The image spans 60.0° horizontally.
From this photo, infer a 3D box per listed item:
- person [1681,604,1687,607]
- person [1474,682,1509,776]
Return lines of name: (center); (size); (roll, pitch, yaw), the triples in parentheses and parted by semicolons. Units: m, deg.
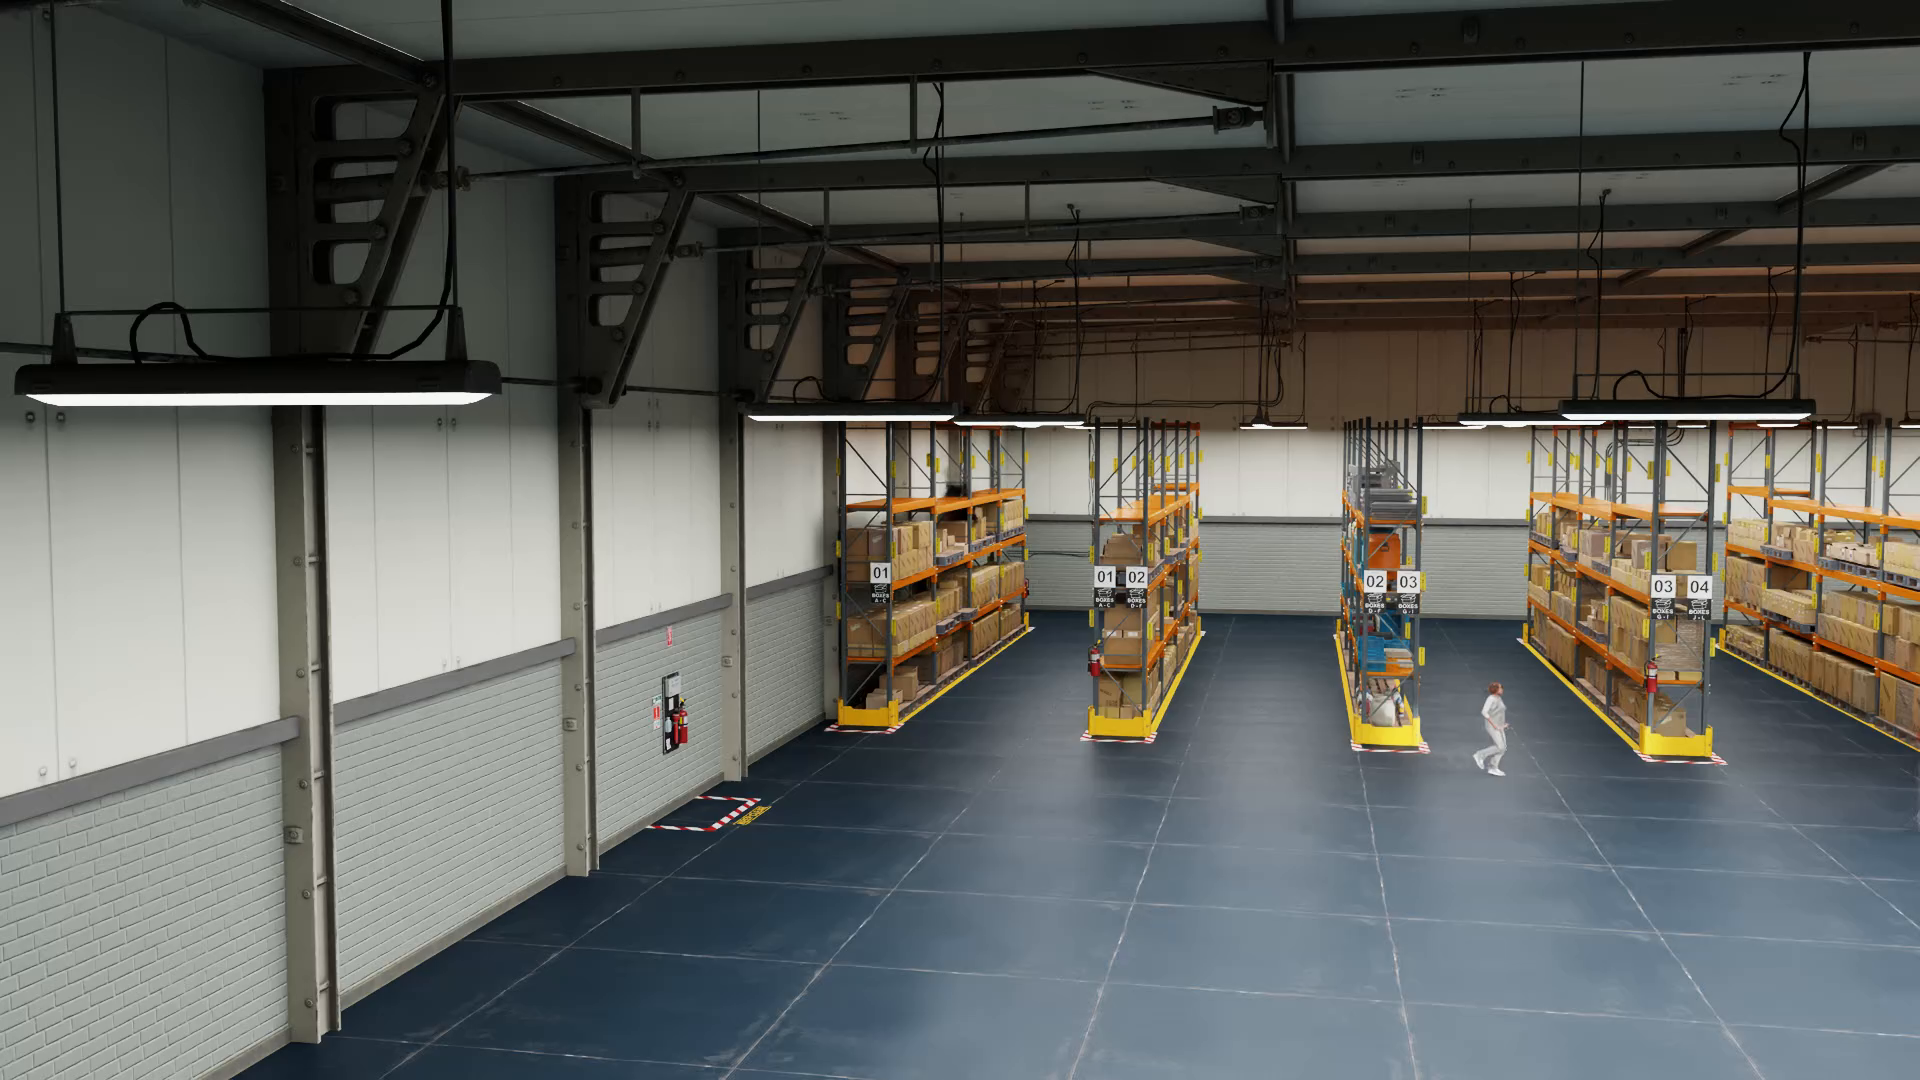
person: (18.615, 2.124, 42.201); (0.749, 1.737, 0.691); (1, 4, 16)
person: (8.883, 3.144, 27.817); (0.506, 1.565, 0.530); (3, 5, 38)
